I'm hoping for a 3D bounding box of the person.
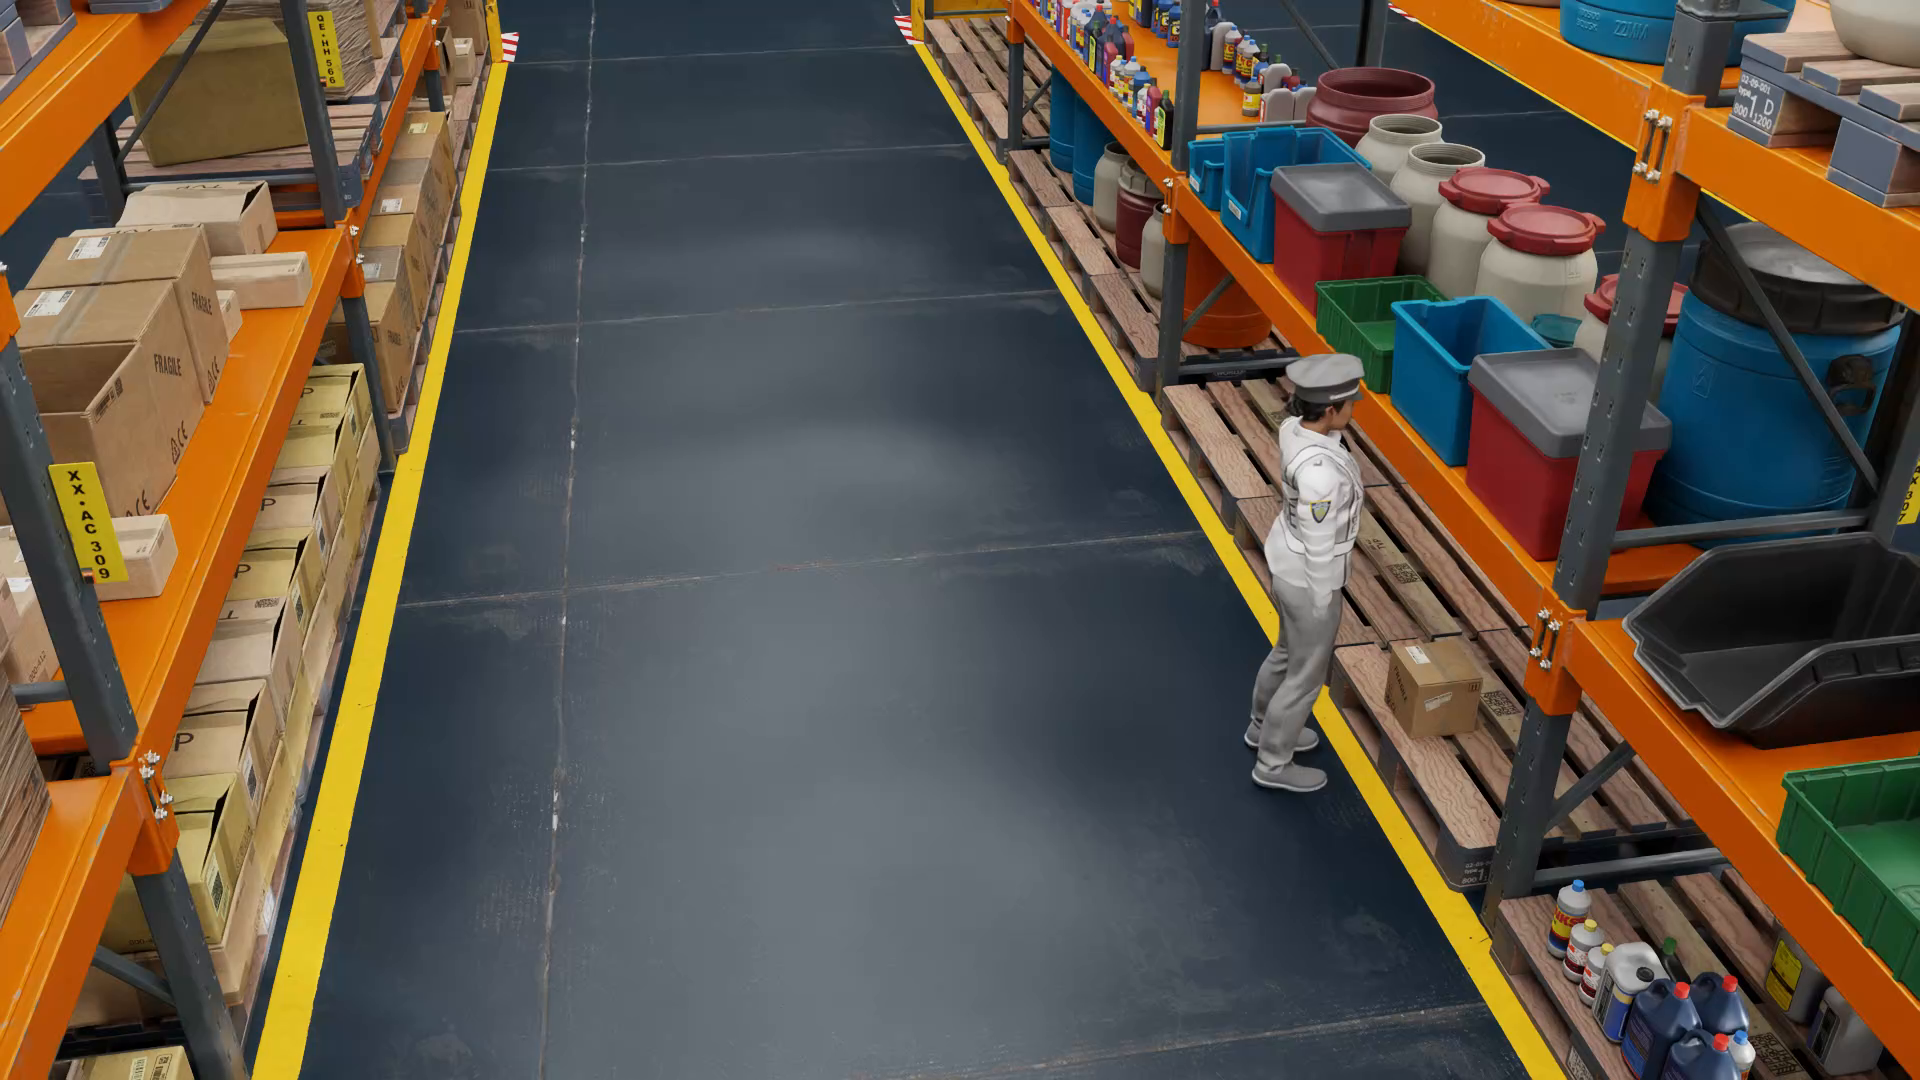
[{"bbox_3d":[1.247,0.125,5.932,0.328,1.674,0.468,0,31,0],"label":"person"}]
